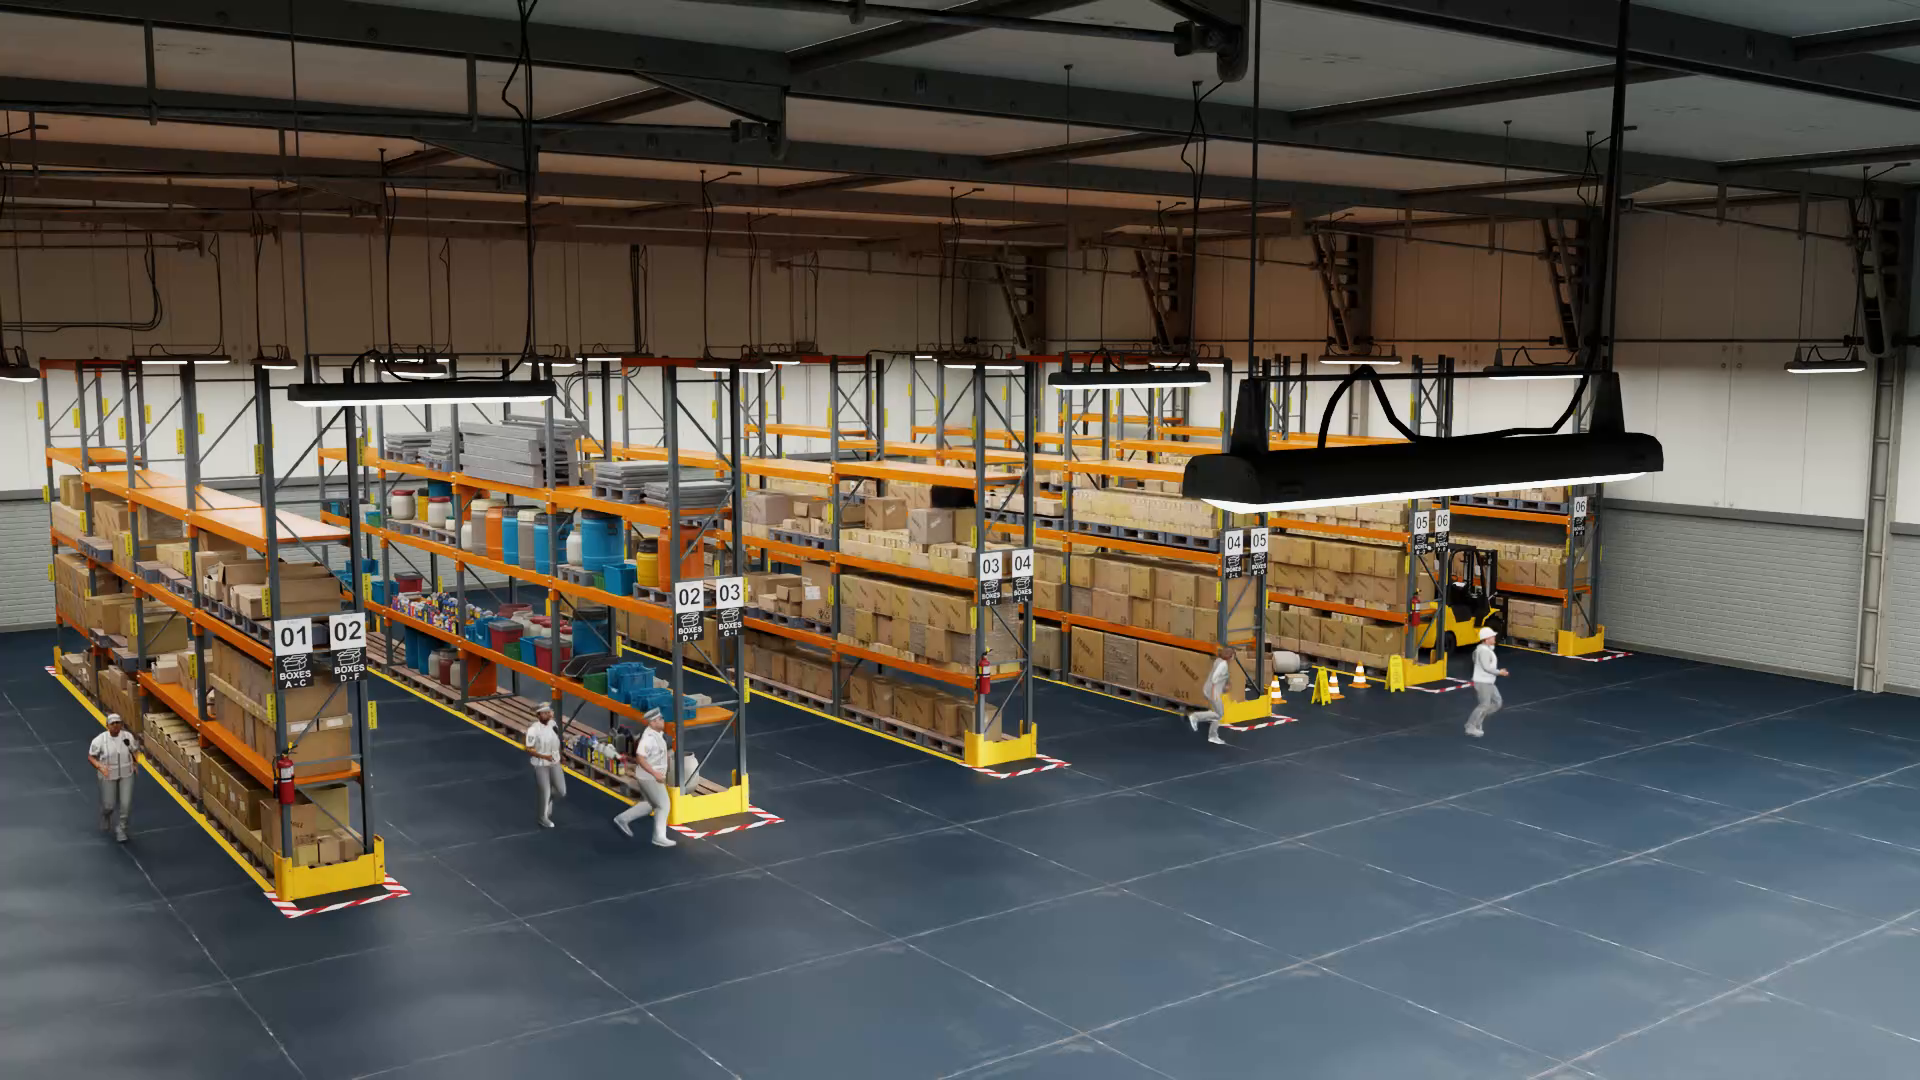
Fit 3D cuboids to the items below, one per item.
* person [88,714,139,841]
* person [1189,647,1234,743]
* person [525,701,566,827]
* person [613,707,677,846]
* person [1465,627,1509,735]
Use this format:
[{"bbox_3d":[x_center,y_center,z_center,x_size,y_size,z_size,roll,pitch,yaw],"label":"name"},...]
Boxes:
[{"bbox_3d":[-10.731,3.003,21.144,0.595,1.609,0.561,-6,9,-39],"label":"person"},{"bbox_3d":[3.965,2.454,26.230,0.719,1.536,0.533,-1,7,-9],"label":"person"},{"bbox_3d":[-5.368,2.918,21.674,0.554,1.661,0.569,7,10,44],"label":"person"},{"bbox_3d":[-3.950,2.973,20.839,0.765,1.801,0.658,-1,7,-10],"label":"person"},{"bbox_3d":[8.475,2.267,26.709,0.656,1.756,0.684,2,7,19],"label":"person"}]
